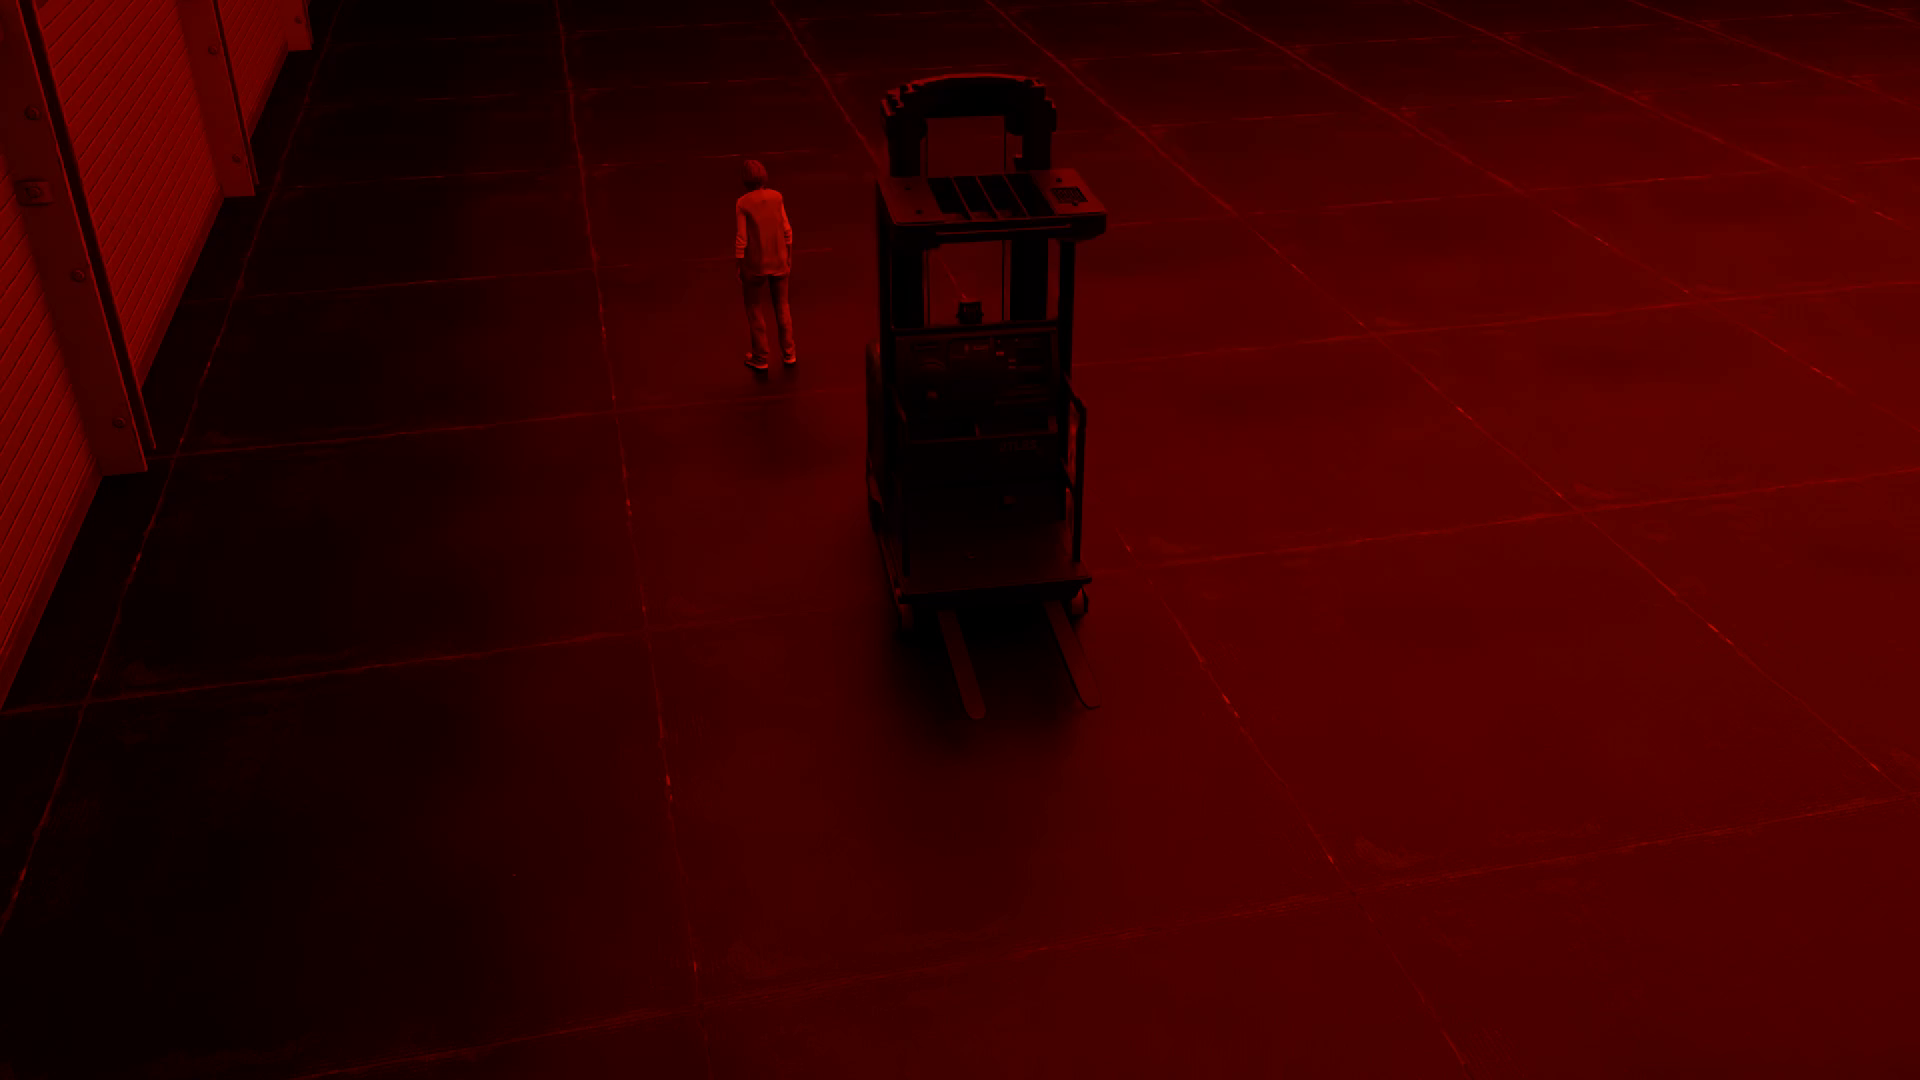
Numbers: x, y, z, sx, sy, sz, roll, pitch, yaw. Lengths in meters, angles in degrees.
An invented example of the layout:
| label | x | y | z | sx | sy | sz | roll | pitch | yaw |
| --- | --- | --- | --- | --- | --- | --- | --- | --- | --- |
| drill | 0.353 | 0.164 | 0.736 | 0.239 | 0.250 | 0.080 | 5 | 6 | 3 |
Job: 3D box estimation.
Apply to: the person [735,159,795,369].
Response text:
| label | x | y | z | sx | sy | sz | roll | pitch | yaw |
| --- | --- | --- | --- | --- | --- | --- | --- | --- | --- |
| person | -1.467 | -2.050 | 12.455 | 0.464 | 1.590 | 0.347 | -15 | 33 | -25 |

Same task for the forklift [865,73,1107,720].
| label | x | y | z | sx | sy | sz | roll | pitch | yaw |
| --- | --- | --- | --- | --- | --- | --- | --- | --- | --- |
| forklift | 0.136 | -0.935 | 9.190 | 1.130 | 2.935 | 3.031 | -5 | 30 | -8 |
